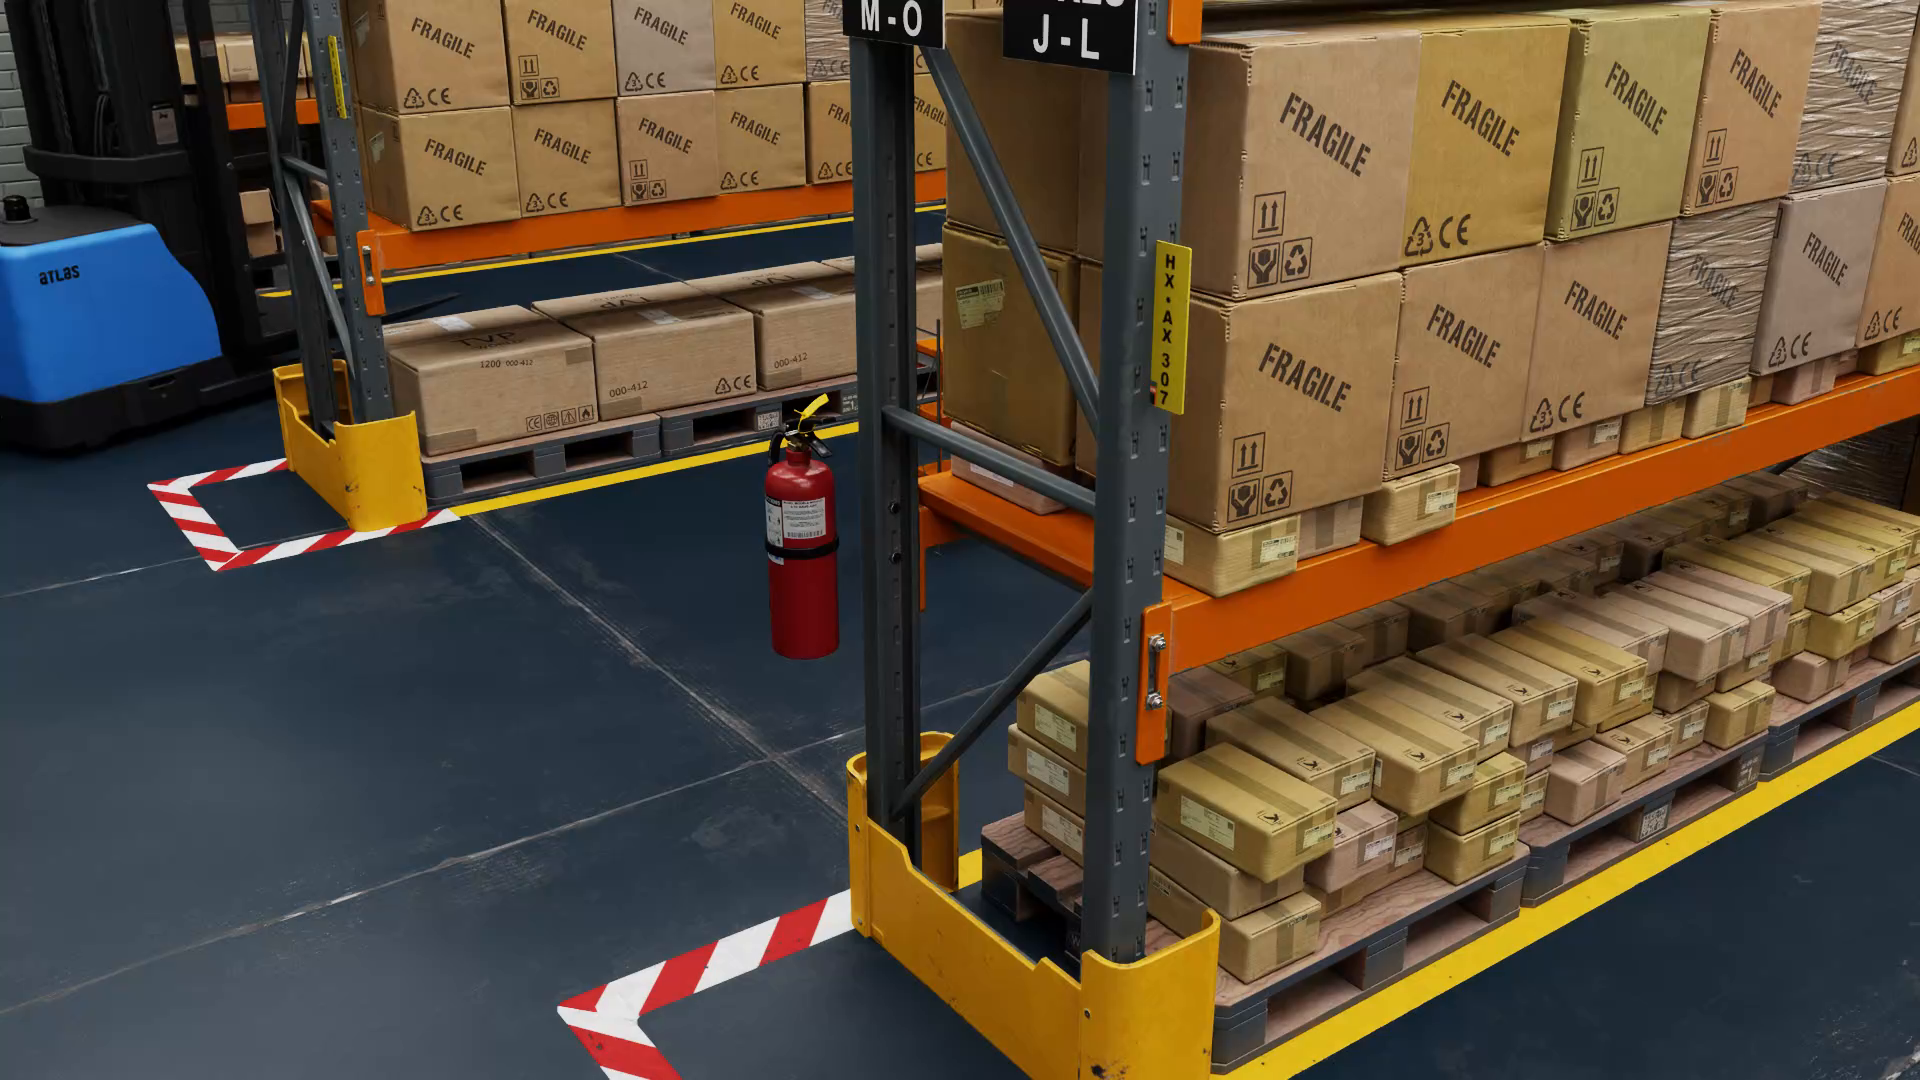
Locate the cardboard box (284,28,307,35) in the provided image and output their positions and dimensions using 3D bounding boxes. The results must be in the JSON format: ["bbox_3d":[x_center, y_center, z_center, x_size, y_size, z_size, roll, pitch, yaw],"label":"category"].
[{"bbox_3d":[-4.747,-3.594,12.156,0.500,0.250,0.500,-14,26,-31],"label":"cardboard box"}]

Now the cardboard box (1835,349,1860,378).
[{"bbox_3d":[2.591,-0.622,5.248,0.250,0.149,0.380,-16,27,-34],"label":"cardboard box"}]

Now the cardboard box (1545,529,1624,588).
[{"bbox_3d":[2.044,0.035,5.738,0.250,0.149,0.380,-14,26,-32],"label":"cardboard box"}]

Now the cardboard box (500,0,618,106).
[{"bbox_3d":[-1.916,-2.279,7.577,0.500,0.500,0.500,-16,27,-34],"label":"cardboard box"}]

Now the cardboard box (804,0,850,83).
[{"bbox_3d":[-0.687,-2.607,8.400,0.500,0.500,0.500,-15,26,-32],"label":"cardboard box"}]

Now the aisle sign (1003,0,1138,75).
[{"bbox_3d":[0.201,-1.270,3.025,0.004,0.787,0.394,-15,26,-33],"label":"aisle sign"}]

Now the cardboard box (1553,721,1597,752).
[{"bbox_3d":[1.690,0.484,5.016,0.250,0.149,0.380,-13,25,-30],"label":"cardboard box"}]

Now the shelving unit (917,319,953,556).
[{"bbox_3d":[-0.043,-0.476,7.173,0.252,1.050,0.215,-15,26,-33],"label":"shelving unit"}]

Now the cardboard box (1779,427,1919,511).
[{"bbox_3d":[3.786,-0.305,6.919,0.500,0.500,0.500,-16,26,-34],"label":"cardboard box"}]

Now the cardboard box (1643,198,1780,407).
[{"bbox_3d":[1.846,-0.706,4.581,0.500,0.500,0.500,-16,27,-34],"label":"cardboard box"}]

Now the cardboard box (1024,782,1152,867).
[{"bbox_3d":[0.391,0.783,4.666,0.250,0.149,0.380,-14,26,-32],"label":"cardboard box"}]

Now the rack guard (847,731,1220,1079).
[{"bbox_3d":[0.147,0.975,4.277,0.348,0.500,1.175,-15,26,-33],"label":"rack guard"}]

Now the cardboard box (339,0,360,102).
[{"bbox_3d":[-2.635,-2.323,7.687,0.500,0.500,0.500,-14,26,-31],"label":"cardboard box"}]

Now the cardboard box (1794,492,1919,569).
[{"bbox_3d":[3.196,-0.027,5.894,0.250,0.149,0.380,-14,26,-31],"label":"cardboard box"}]

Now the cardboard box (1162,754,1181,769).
[{"bbox_3d":[0.591,0.581,4.771,0.250,0.149,0.380,-16,27,-34],"label":"cardboard box"}]

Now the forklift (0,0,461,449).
[{"bbox_3d":[-4.260,-2.320,9.255,1.130,2.935,3.031,12,24,27],"label":"forklift"}]

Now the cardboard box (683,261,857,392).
[{"bbox_3d":[-0.939,-1.210,9.271,0.875,0.438,0.875,-16,27,-34],"label":"cardboard box"}]

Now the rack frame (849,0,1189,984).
[{"bbox_3d":[0.085,-0.169,3.773,0.127,3.000,1.000,-15,26,-33],"label":"rack frame"}]

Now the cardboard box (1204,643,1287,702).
[{"bbox_3d":[0.741,0.361,4.921,0.250,0.149,0.380,-16,27,-34],"label":"cardboard box"}]

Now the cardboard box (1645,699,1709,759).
[{"bbox_3d":[2.122,0.542,5.271,0.250,0.149,0.380,-14,26,-32],"label":"cardboard box"}]

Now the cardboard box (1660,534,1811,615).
[{"bbox_3d":[2.557,0.129,5.503,0.250,0.149,0.380,-14,26,-31],"label":"cardboard box"}]

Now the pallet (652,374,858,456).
[{"bbox_3d":[-1.295,-0.800,9.118,1.213,0.211,1.003,-15,26,-33],"label":"pallet"}]

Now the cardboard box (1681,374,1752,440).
[{"bbox_3d":[2.010,-0.426,4.755,0.250,0.149,0.380,-14,26,-32],"label":"cardboard box"}]

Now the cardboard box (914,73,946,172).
[{"bbox_3d":[-0.282,-2.258,8.874,0.500,0.500,0.500,-16,27,-34],"label":"cardboard box"}]

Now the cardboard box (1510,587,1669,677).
[{"bbox_3d":[1.914,0.298,5.079,0.250,0.149,0.380,-15,26,-33],"label":"cardboard box"}]

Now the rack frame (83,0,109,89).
[{"bbox_3d":[-5.789,-3.129,11.190,0.127,3.000,1.000,-15,26,-33],"label":"rack frame"}]

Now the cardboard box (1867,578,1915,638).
[{"bbox_3d":[3.050,0.182,5.771,0.250,0.149,0.380,-16,27,-35],"label":"cardboard box"}]

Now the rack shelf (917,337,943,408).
[{"bbox_3d":[-0.043,-0.730,7.072,0.240,0.259,0.215,-15,26,-33],"label":"rack shelf"}]

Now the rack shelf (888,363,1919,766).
[{"bbox_3d":[1.709,-0.268,4.991,4.000,0.370,1.077,-15,26,-33],"label":"rack shelf"}]

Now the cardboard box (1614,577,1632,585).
[{"bbox_3d":[2.301,0.141,5.874,0.250,0.149,0.380,-17,27,-35],"label":"cardboard box"}]

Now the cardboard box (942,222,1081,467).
[{"bbox_3d":[0.300,-0.528,4.137,0.500,0.500,0.500,-14,26,-32],"label":"cardboard box"}]

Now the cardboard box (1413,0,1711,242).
[{"bbox_3d":[1.446,-1.052,4.101,0.500,0.500,0.500,-16,27,-34],"label":"cardboard box"}]

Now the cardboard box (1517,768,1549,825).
[{"bbox_3d":[1.483,0.700,4.876,0.250,0.149,0.380,-15,26,-33],"label":"cardboard box"}]

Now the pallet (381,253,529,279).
[{"bbox_3d":[-4.092,-2.286,12.839,1.213,0.211,1.003,-15,26,-33],"label":"pallet"}]

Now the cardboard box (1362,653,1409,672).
[{"bbox_3d":[1.181,0.393,5.244,0.250,0.149,0.380,-14,26,-32],"label":"cardboard box"}]

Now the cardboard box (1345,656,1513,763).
[{"bbox_3d":[1.295,0.482,4.618,0.250,0.149,0.380,-16,27,-35],"label":"cardboard box"}]

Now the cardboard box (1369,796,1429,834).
[{"bbox_3d":[1.063,0.664,4.564,0.250,0.149,0.380,-15,26,-32],"label":"cardboard box"}]

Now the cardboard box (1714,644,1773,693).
[{"bbox_3d":[2.386,0.331,5.398,0.250,0.149,0.380,-14,26,-32],"label":"cardboard box"}]

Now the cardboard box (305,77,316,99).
[{"bbox_3d":[-4.537,-3.233,11.789,0.250,0.149,0.380,-14,26,-32],"label":"cardboard box"}]

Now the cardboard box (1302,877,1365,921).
[{"bbox_3d":[0.862,0.862,4.470,0.250,0.149,0.380,-15,26,-33],"label":"cardboard box"}]

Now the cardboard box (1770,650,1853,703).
[{"bbox_3d":[2.777,0.389,5.654,0.250,0.149,0.380,-16,27,-35],"label":"cardboard box"}]

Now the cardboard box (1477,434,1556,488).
[{"bbox_3d":[1.337,-0.282,4.395,0.250,0.149,0.380,-15,26,-33],"label":"cardboard box"}]

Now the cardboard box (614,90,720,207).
[{"bbox_3d":[-1.512,-1.923,8.033,0.500,0.500,0.500,-15,26,-33],"label":"cardboard box"}]

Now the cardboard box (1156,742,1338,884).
[{"bbox_3d":[0.709,0.672,4.141,0.250,0.149,0.380,-16,27,-35],"label":"cardboard box"}]

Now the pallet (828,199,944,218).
[{"bbox_3d":[-0.913,-3.153,15.012,1.213,0.211,1.003,-15,26,-33],"label":"pallet"}]

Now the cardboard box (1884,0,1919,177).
[{"bbox_3d":[2.692,-1.387,4.940,0.500,0.500,0.500,-16,27,-34],"label":"cardboard box"}]

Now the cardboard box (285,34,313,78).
[{"bbox_3d":[-4.445,-3.434,11.757,0.500,0.250,0.500,-16,26,-34],"label":"cardboard box"}]

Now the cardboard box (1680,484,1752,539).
[{"bbox_3d":[2.674,-0.128,6.148,0.250,0.149,0.380,-13,25,-30],"label":"cardboard box"}]

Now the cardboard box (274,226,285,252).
[{"bbox_3d":[-4.870,-2.184,12.102,0.250,0.149,0.380,-16,27,-35],"label":"cardboard box"}]

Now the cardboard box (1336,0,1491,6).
[{"bbox_3d":[1.140,-1.217,4.513,0.500,0.500,0.500,-13,25,-30],"label":"cardboard box"}]

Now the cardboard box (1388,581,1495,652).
[{"bbox_3d":[1.452,0.226,5.260,0.250,0.149,0.380,-16,27,-35],"label":"cardboard box"}]

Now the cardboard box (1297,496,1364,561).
[{"bbox_3d":[0.722,-0.091,3.917,0.250,0.149,0.380,-14,26,-31],"label":"cardboard box"}]

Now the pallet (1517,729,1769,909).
[{"bbox_3d":[1.817,0.682,5.403,1.213,0.211,1.003,-15,26,-33],"label":"pallet"}]

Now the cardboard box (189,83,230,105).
[{"bbox_3d":[-5.183,-3.070,11.381,0.250,0.149,0.380,-14,26,-32],"label":"cardboard box"}]

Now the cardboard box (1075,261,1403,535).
[{"bbox_3d":[0.611,-0.368,3.734,0.500,0.500,0.500,-14,25,-30],"label":"cardboard box"}]
